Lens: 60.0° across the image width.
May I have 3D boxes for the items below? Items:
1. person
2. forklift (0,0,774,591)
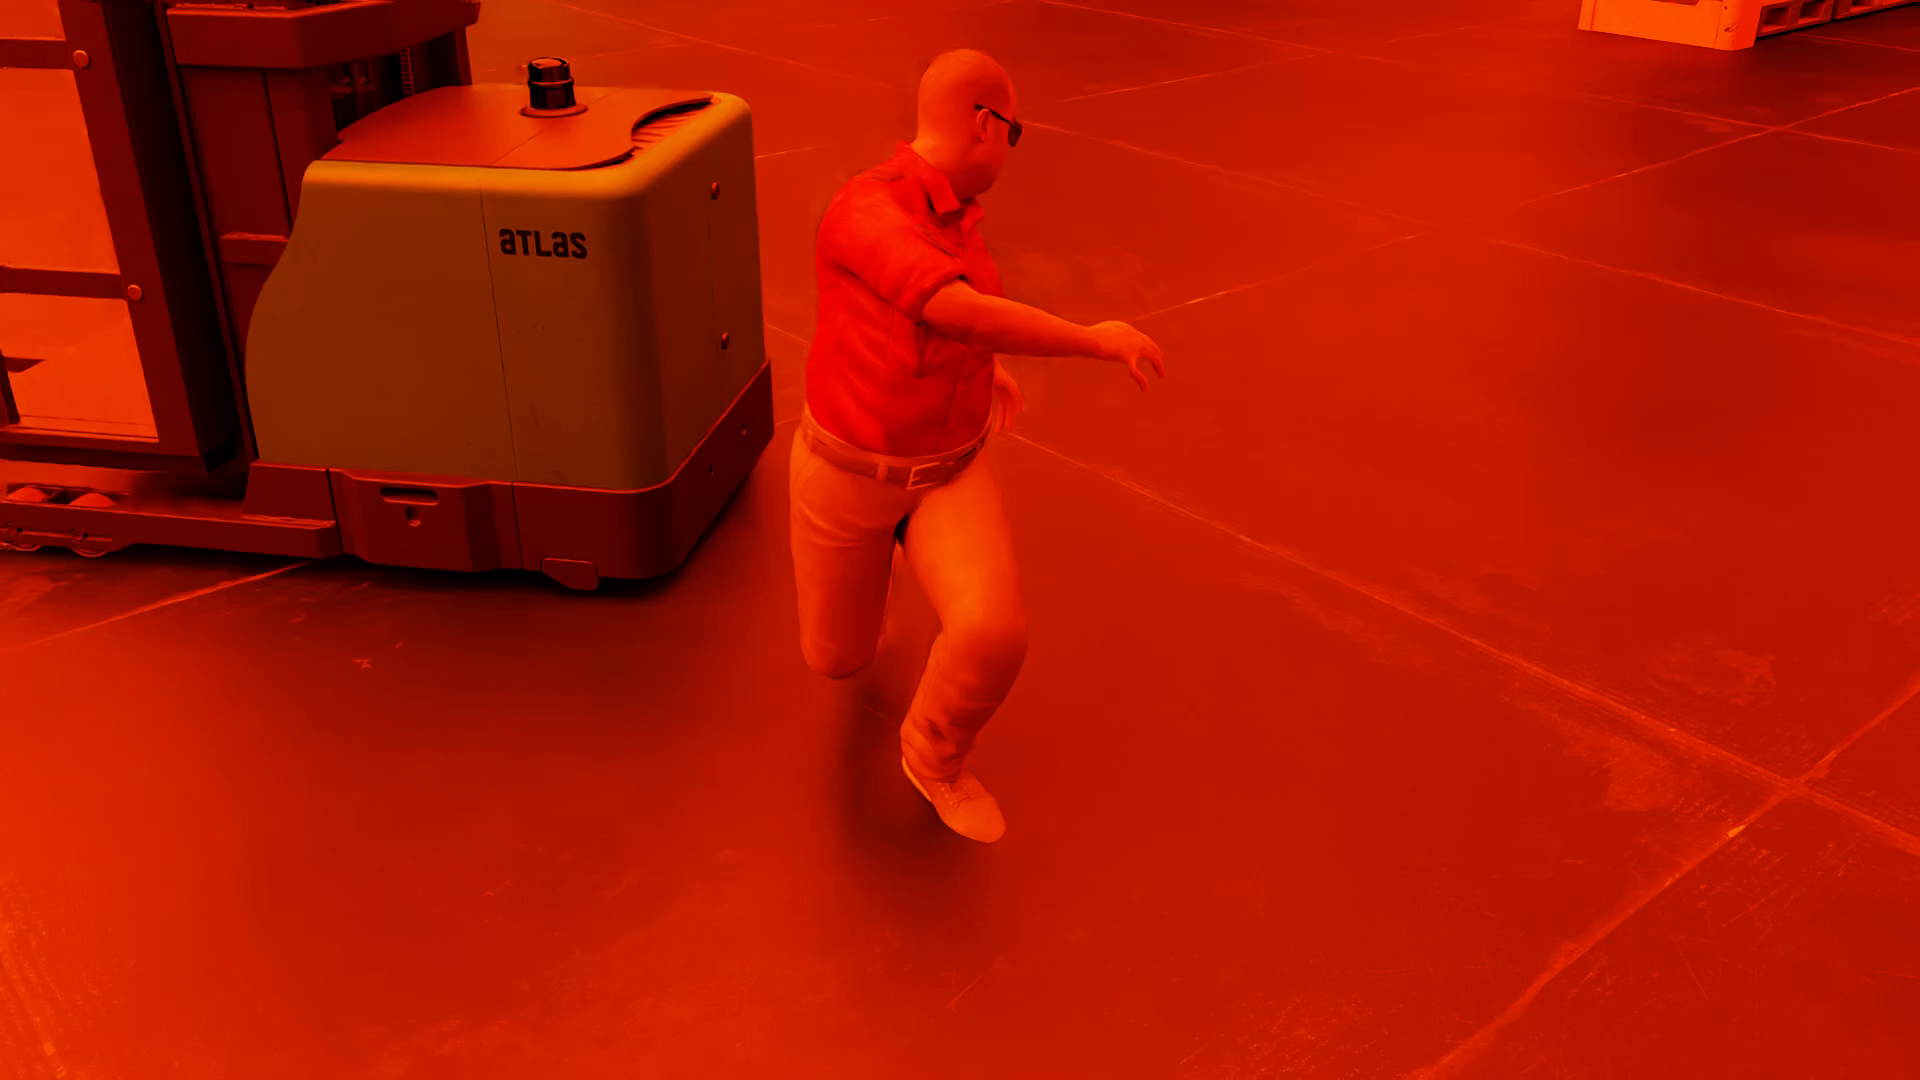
[{"bbox_3d":[-0.044,-0.221,3.365,0.672,1.501,0.927,-13,29,-24],"label":"person"},{"bbox_3d":[-2.122,-1.492,4.210,3.031,2.935,1.130,5,27,9],"label":"forklift"}]
